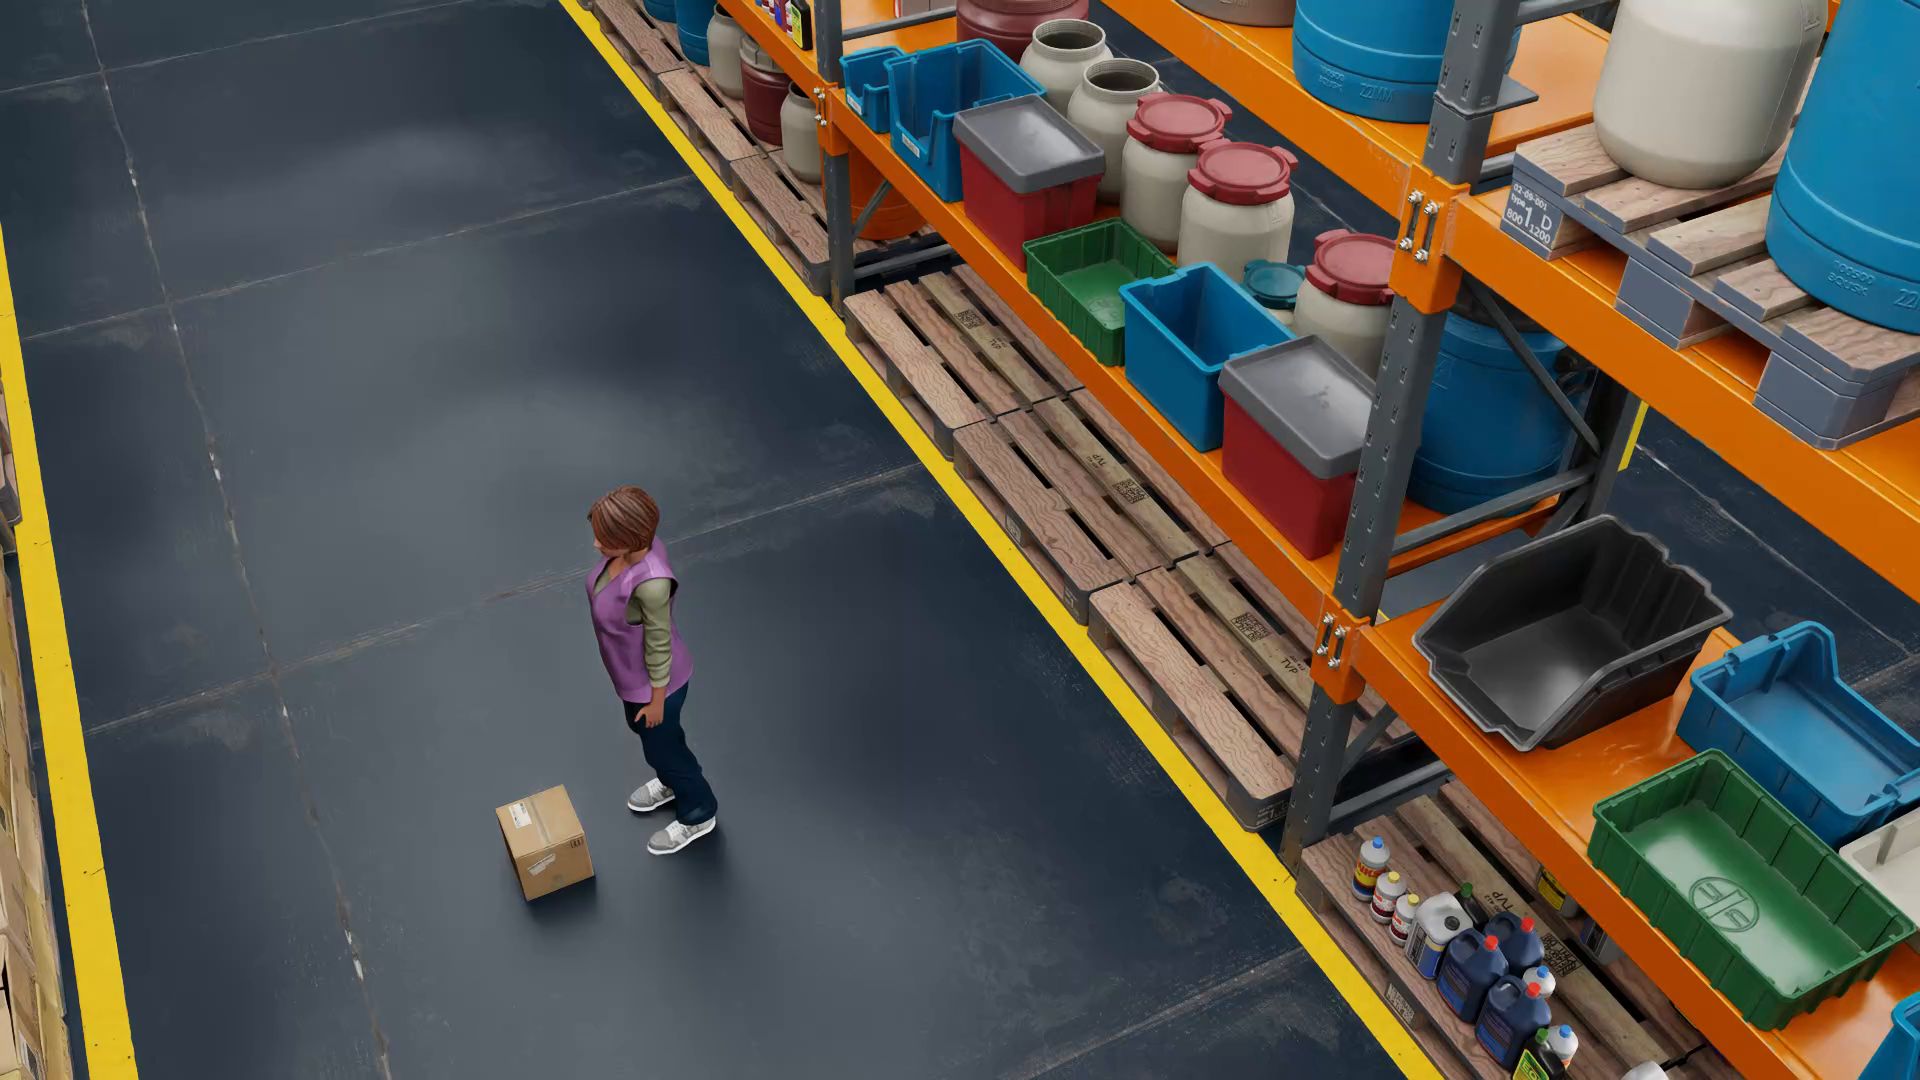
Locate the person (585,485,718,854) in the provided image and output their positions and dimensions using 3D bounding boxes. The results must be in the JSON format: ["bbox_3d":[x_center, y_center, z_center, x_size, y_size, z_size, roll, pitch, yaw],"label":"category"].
[{"bbox_3d":[-1.059,0.453,5.668,0.306,1.599,0.406,-18,45,-19],"label":"person"}]
